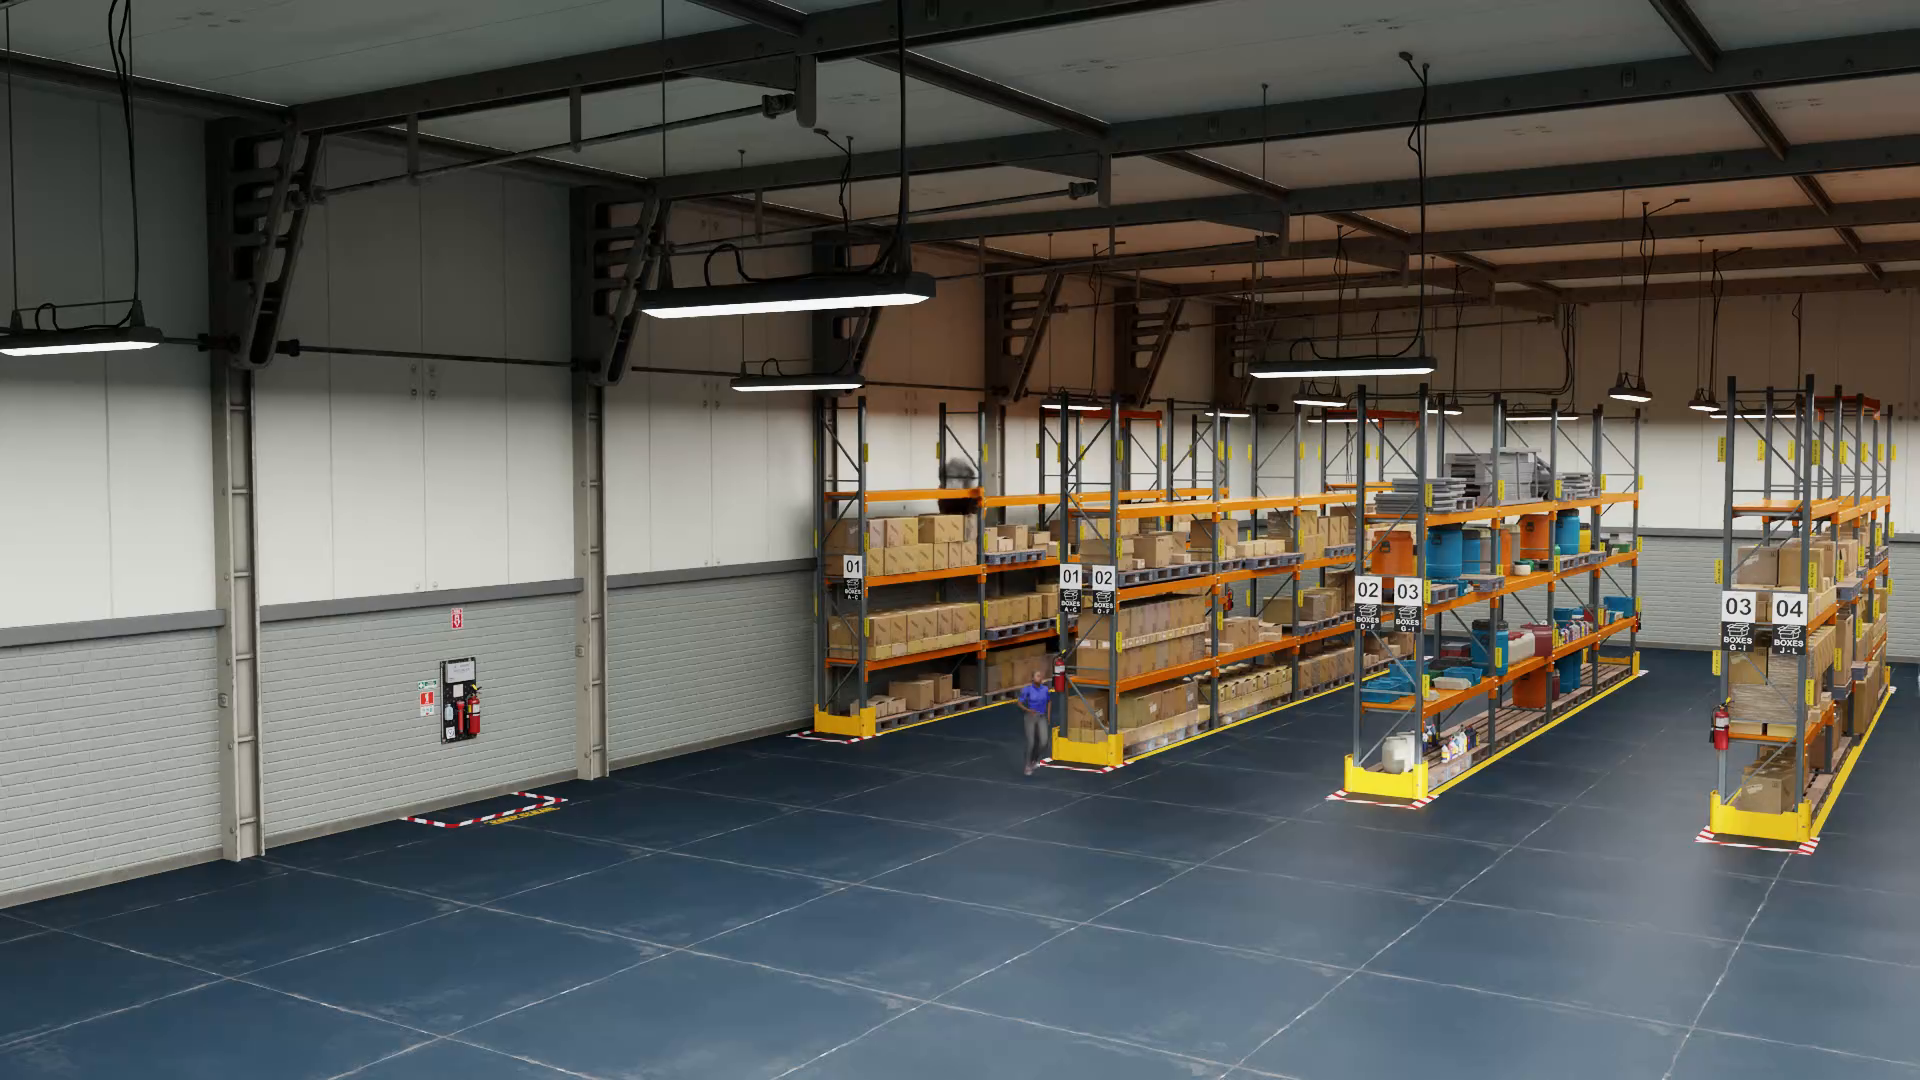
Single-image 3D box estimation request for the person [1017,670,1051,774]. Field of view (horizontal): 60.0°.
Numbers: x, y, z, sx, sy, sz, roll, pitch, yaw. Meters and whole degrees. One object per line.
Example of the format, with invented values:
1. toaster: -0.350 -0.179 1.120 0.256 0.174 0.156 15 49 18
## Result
1. person: 1.200 2.840 25.862 0.597 1.614 0.536 -1 3 -18
